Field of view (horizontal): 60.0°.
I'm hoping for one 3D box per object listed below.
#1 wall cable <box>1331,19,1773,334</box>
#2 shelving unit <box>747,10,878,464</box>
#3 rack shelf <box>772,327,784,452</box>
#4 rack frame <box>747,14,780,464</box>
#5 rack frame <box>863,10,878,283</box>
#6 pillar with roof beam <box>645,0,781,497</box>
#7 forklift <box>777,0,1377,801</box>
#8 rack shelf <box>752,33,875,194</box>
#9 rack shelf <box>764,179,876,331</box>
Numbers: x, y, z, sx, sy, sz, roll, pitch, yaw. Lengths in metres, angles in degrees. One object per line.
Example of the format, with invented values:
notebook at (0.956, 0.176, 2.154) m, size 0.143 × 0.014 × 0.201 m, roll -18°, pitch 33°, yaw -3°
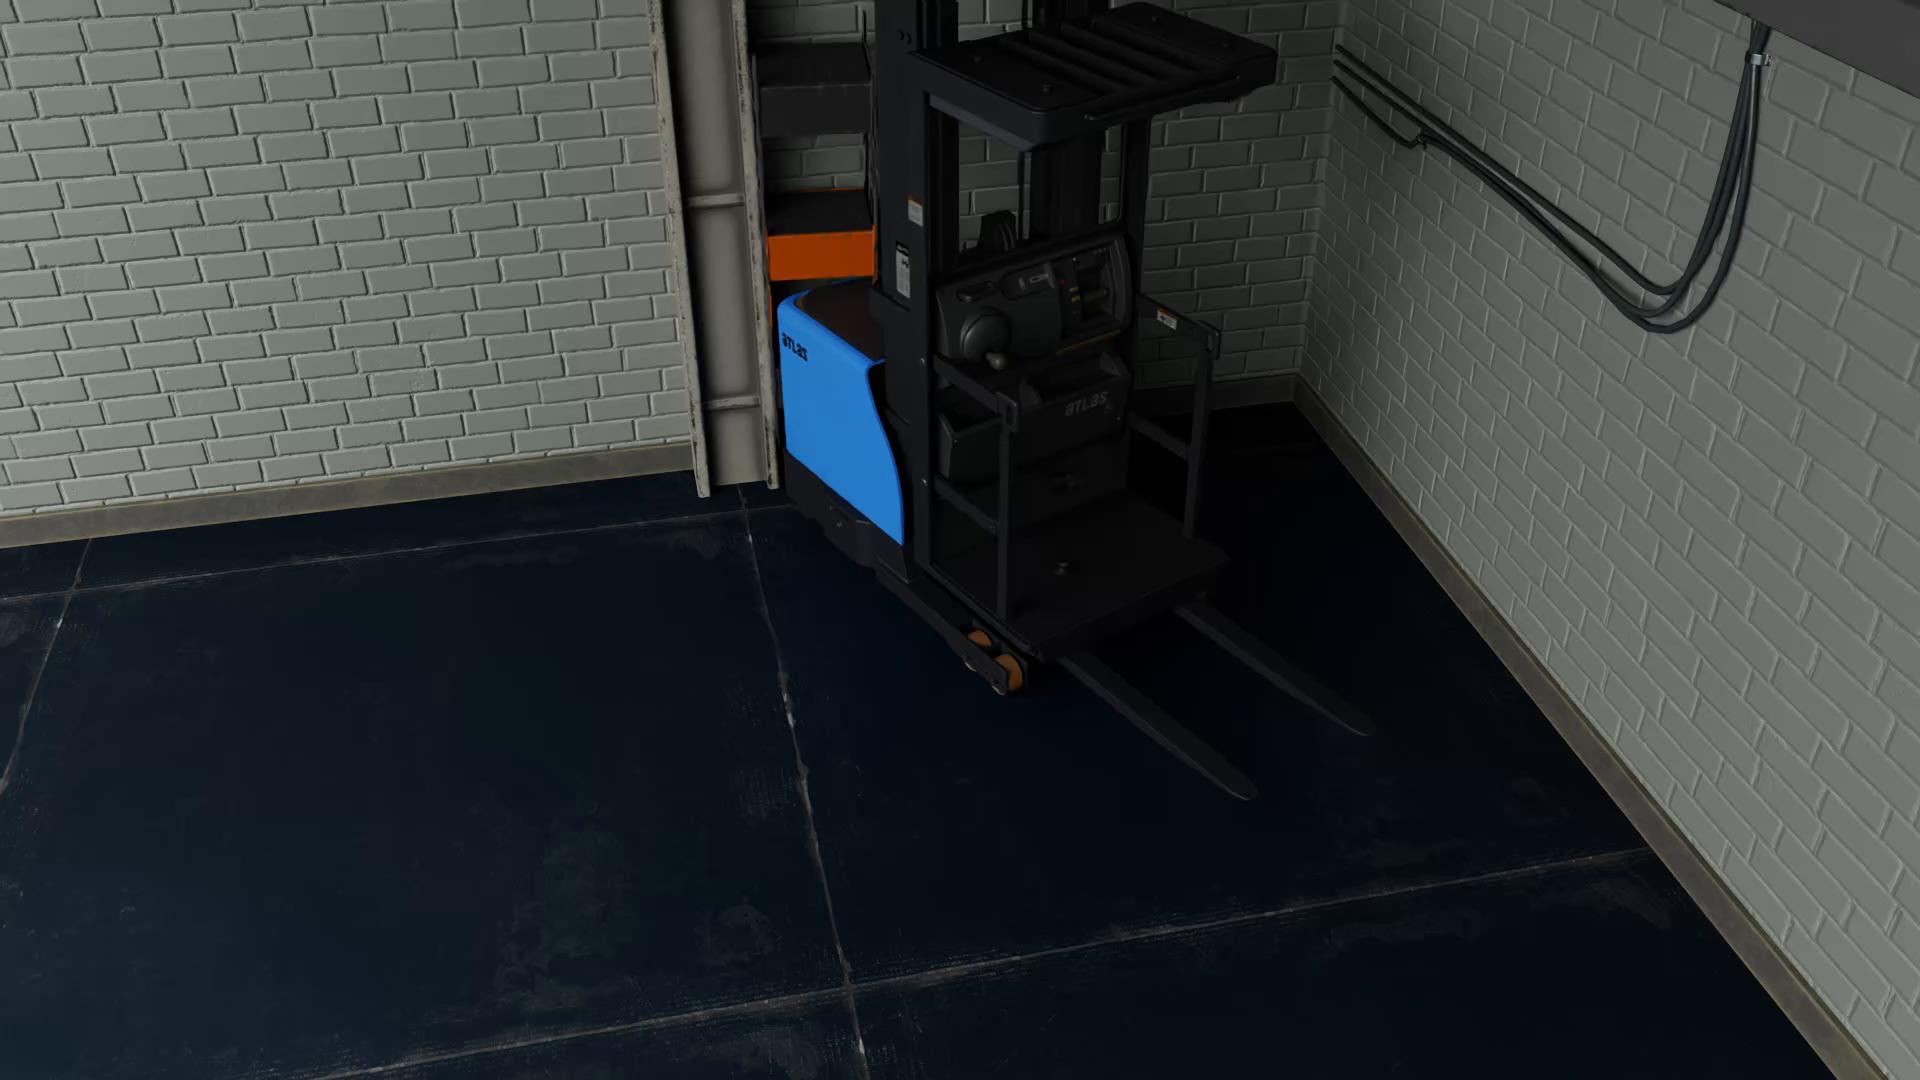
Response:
wall cable at (2.061, -2.404, 6.043) m, size 0.112 × 2.526 × 3.097 m, roll -7°, pitch 35°, yaw -11°
shelving unit at (-0.645, -1.310, 7.576) m, size 0.503 × 2.100 × 0.431 m, roll -4°, pitch 41°, yaw -7°
rack shelf at (-0.662, -0.771, 8.043) m, size 0.480 × 0.518 × 0.431 m, roll -4°, pitch 41°, yaw -7°
rack frame at (-0.886, -1.291, 7.545) m, size 0.015 × 2.100 × 0.400 m, roll -4°, pitch 41°, yaw -7°
rack frame at (-0.404, -1.329, 7.606) m, size 0.015 × 2.100 × 0.400 m, roll -4°, pitch 41°, yaw -7°
pillar with roof beam at (-0.155, -1.710, 2.223) m, size 0.400 × 9.000 × 9.100 m, roll -7°, pitch 35°, yaw -11°
forklift at (0.427, -0.892, 6.449) m, size 1.130 × 2.935 × 3.031 m, roll -22°, pitch 39°, yaw -29°
rack shelf at (-0.628, -1.828, 7.126) m, size 0.480 × 0.518 × 0.431 m, roll -4°, pitch 41°, yaw -7°
rack shelf at (-0.645, -1.300, 7.585) m, size 0.480 × 0.518 × 0.431 m, roll -4°, pitch 41°, yaw -7°
